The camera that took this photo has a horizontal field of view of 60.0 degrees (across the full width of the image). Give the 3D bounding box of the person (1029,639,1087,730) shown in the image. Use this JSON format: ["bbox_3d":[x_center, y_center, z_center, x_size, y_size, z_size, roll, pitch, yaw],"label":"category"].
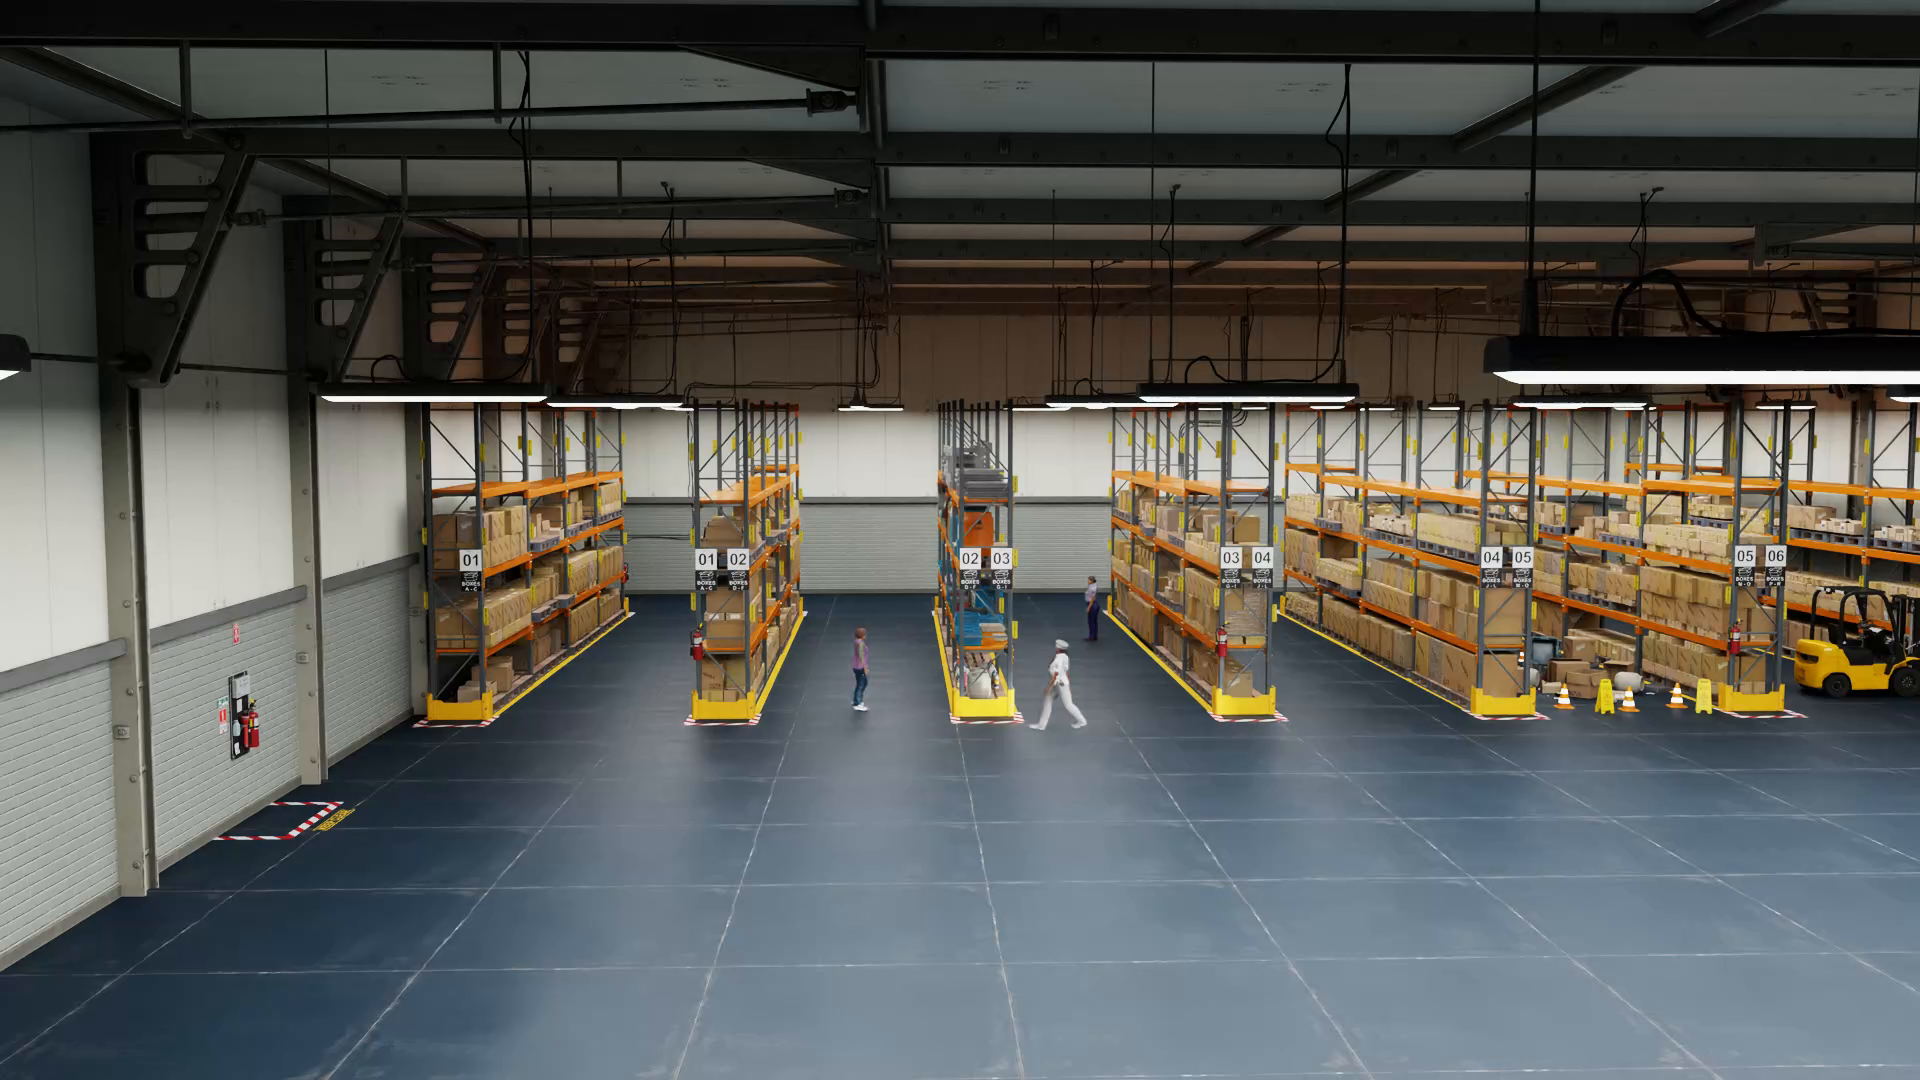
[{"bbox_3d":[1.762,2.617,30.007,0.975,1.639,0.440,-1,5,-18],"label":"person"}]

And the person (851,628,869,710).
[{"bbox_3d":[-1.935,2.511,32.175,0.331,1.637,0.499,0,4,-6],"label":"person"}]

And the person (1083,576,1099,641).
[{"bbox_3d":[3.299,1.728,41.828,0.388,1.642,0.486,0,4,2],"label":"person"}]
